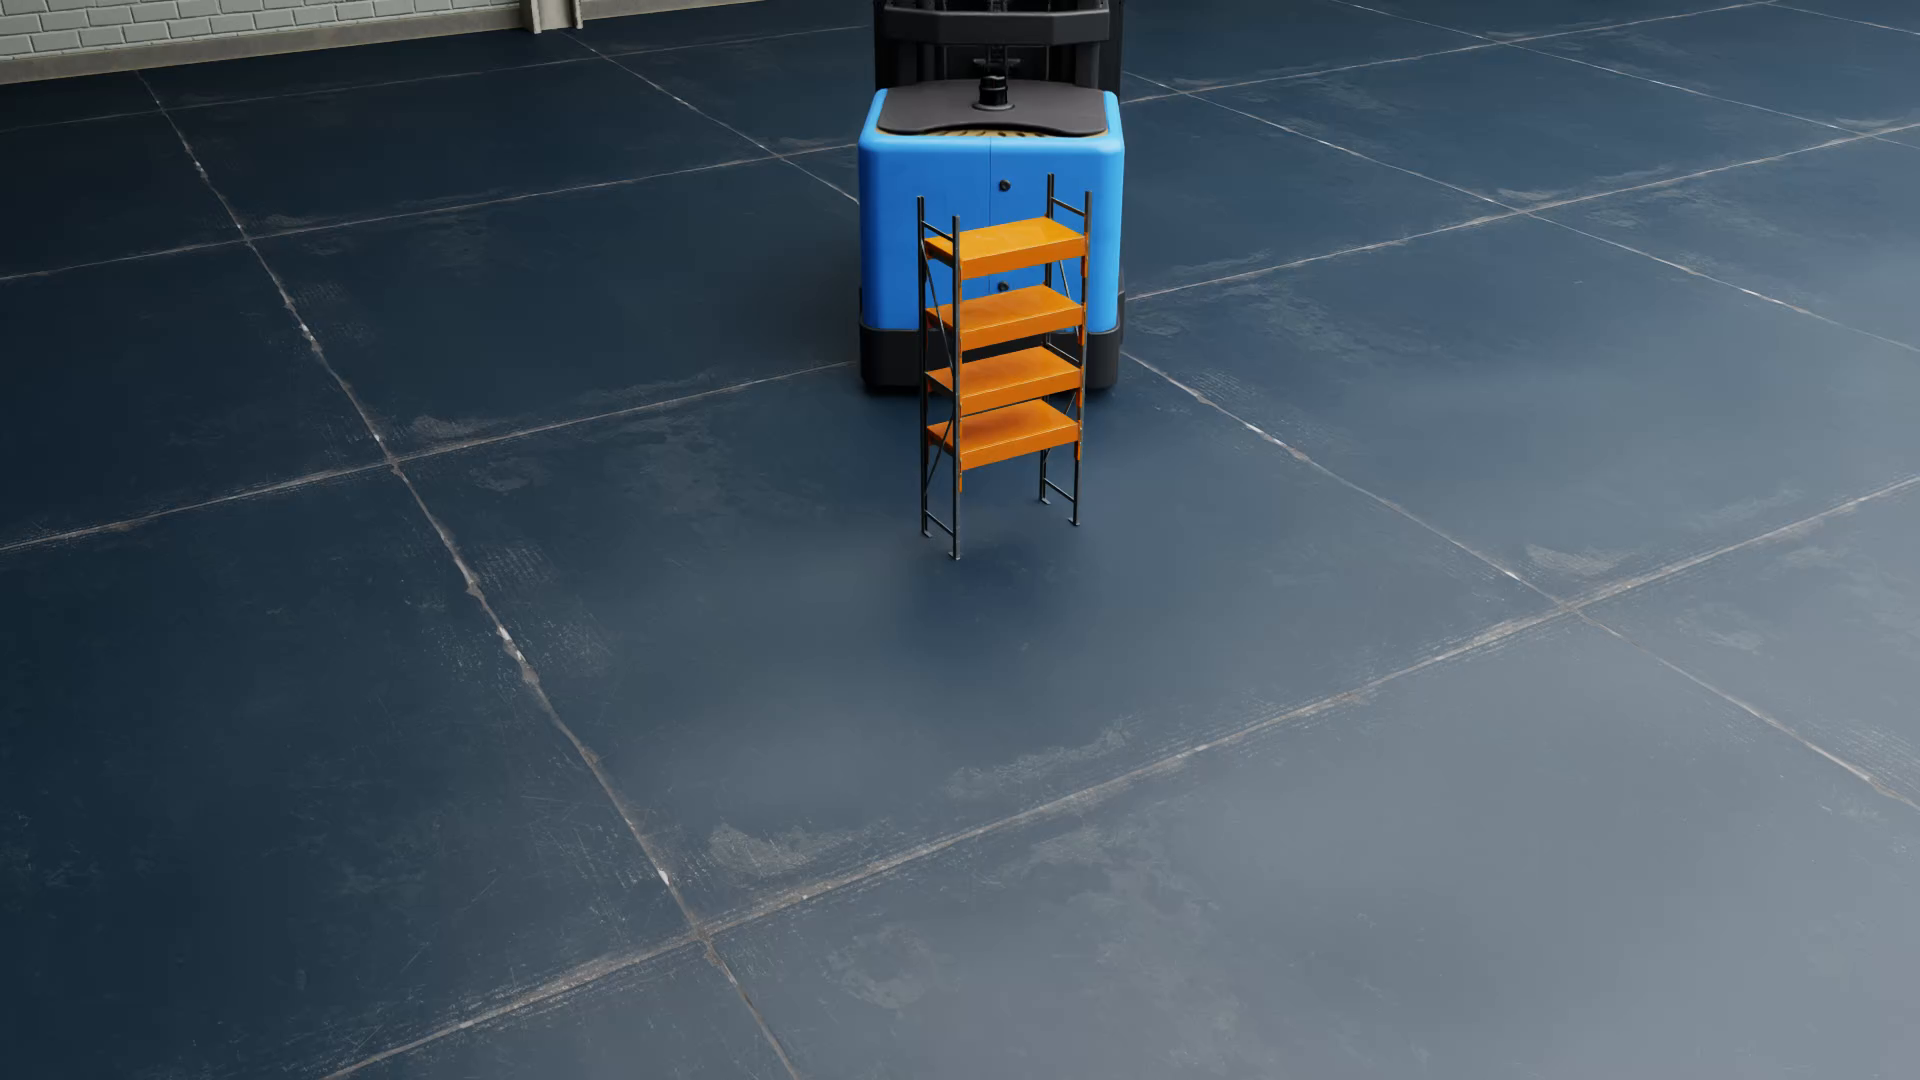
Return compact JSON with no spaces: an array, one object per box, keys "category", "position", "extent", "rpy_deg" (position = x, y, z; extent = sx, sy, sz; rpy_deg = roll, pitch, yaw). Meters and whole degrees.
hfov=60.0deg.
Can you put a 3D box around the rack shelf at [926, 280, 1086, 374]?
[{"category":"rack shelf","position":[0.143,-0.703,5.458],"extent":[0.480,0.148,0.258],"rpy_deg":[-16,33,-26]}]

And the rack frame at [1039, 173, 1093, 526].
[{"category":"rack frame","position":[0.353,-0.626,5.642],"extent":[0.015,1.200,0.240],"rpy_deg":[-16,33,-26]}]

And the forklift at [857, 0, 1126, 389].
[{"category":"forklift","position":[0.179,-2.568,7.369],"extent":[1.130,2.935,3.031],"rpy_deg":[1,29,2]}]

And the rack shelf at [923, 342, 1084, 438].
[{"category":"rack shelf","position":[0.143,-0.507,5.566],"extent":[0.480,0.148,0.258],"rpy_deg":[-16,33,-26]}]

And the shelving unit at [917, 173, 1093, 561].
[{"category":"shelving unit","position":[0.143,-0.566,5.534],"extent":[0.503,1.200,0.258],"rpy_deg":[-16,33,-26]}]

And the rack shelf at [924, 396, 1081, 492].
[{"category":"rack shelf","position":[0.143,-0.333,5.662],"extent":[0.480,0.148,0.258],"rpy_deg":[-16,33,-26]}]

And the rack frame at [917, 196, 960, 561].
[{"category":"rack frame","position":[-0.068,-0.506,5.425],"extent":[0.015,1.200,0.240],"rpy_deg":[-16,33,-26]}]

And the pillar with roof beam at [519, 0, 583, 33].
[{"category":"pillar with roof beam","position":[-1.013,-6.168,7.613],"extent":[0.400,9.000,9.100],"rpy_deg":[-16,33,-26]}]

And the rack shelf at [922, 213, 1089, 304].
[{"category":"rack shelf","position":[0.143,-0.910,5.344],"extent":[0.480,0.148,0.258],"rpy_deg":[-16,33,-26]}]
